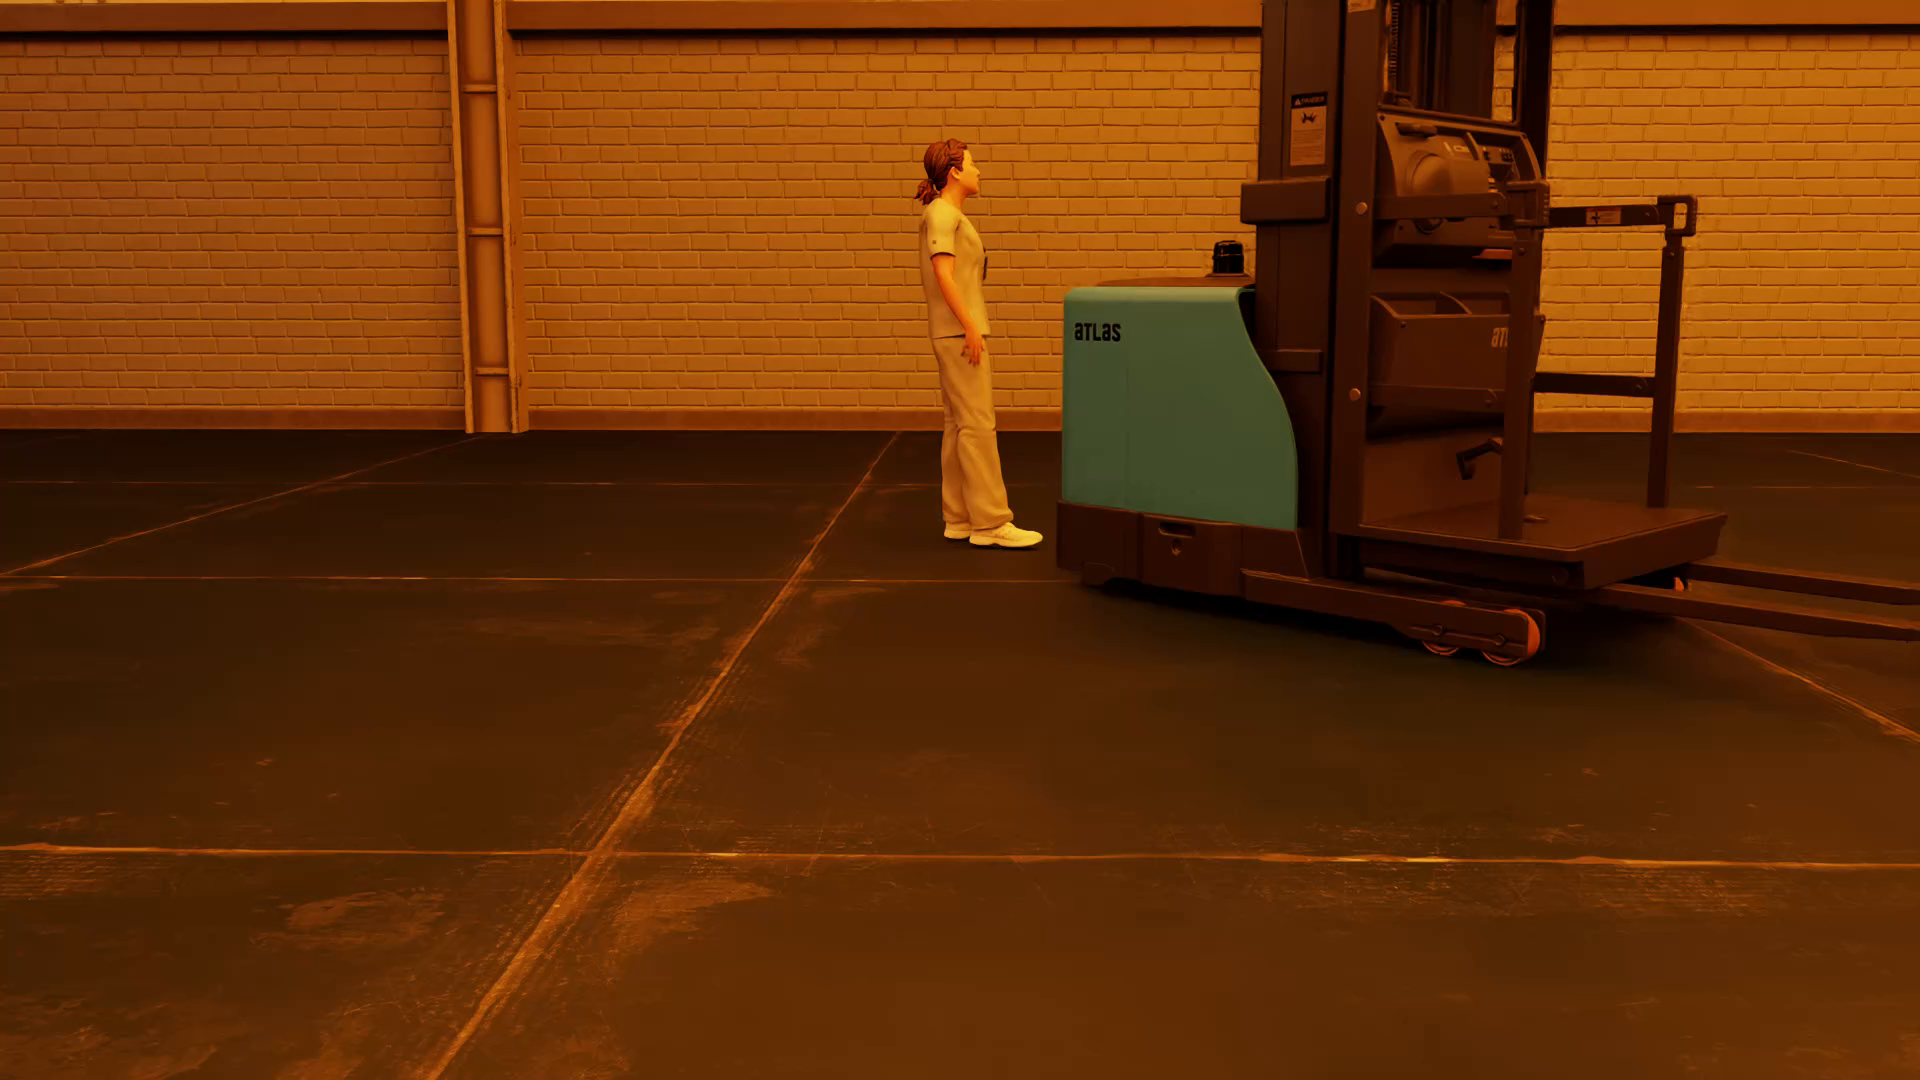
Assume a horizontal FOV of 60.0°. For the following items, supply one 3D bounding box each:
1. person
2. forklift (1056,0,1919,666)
[{"bbox_3d":[0.073,-0.833,6.984,0.548,1.674,0.549,0,9,1],"label":"person"},{"bbox_3d":[1.739,-1.175,5.111,1.130,2.935,3.031,-8,12,-44],"label":"forklift"}]
